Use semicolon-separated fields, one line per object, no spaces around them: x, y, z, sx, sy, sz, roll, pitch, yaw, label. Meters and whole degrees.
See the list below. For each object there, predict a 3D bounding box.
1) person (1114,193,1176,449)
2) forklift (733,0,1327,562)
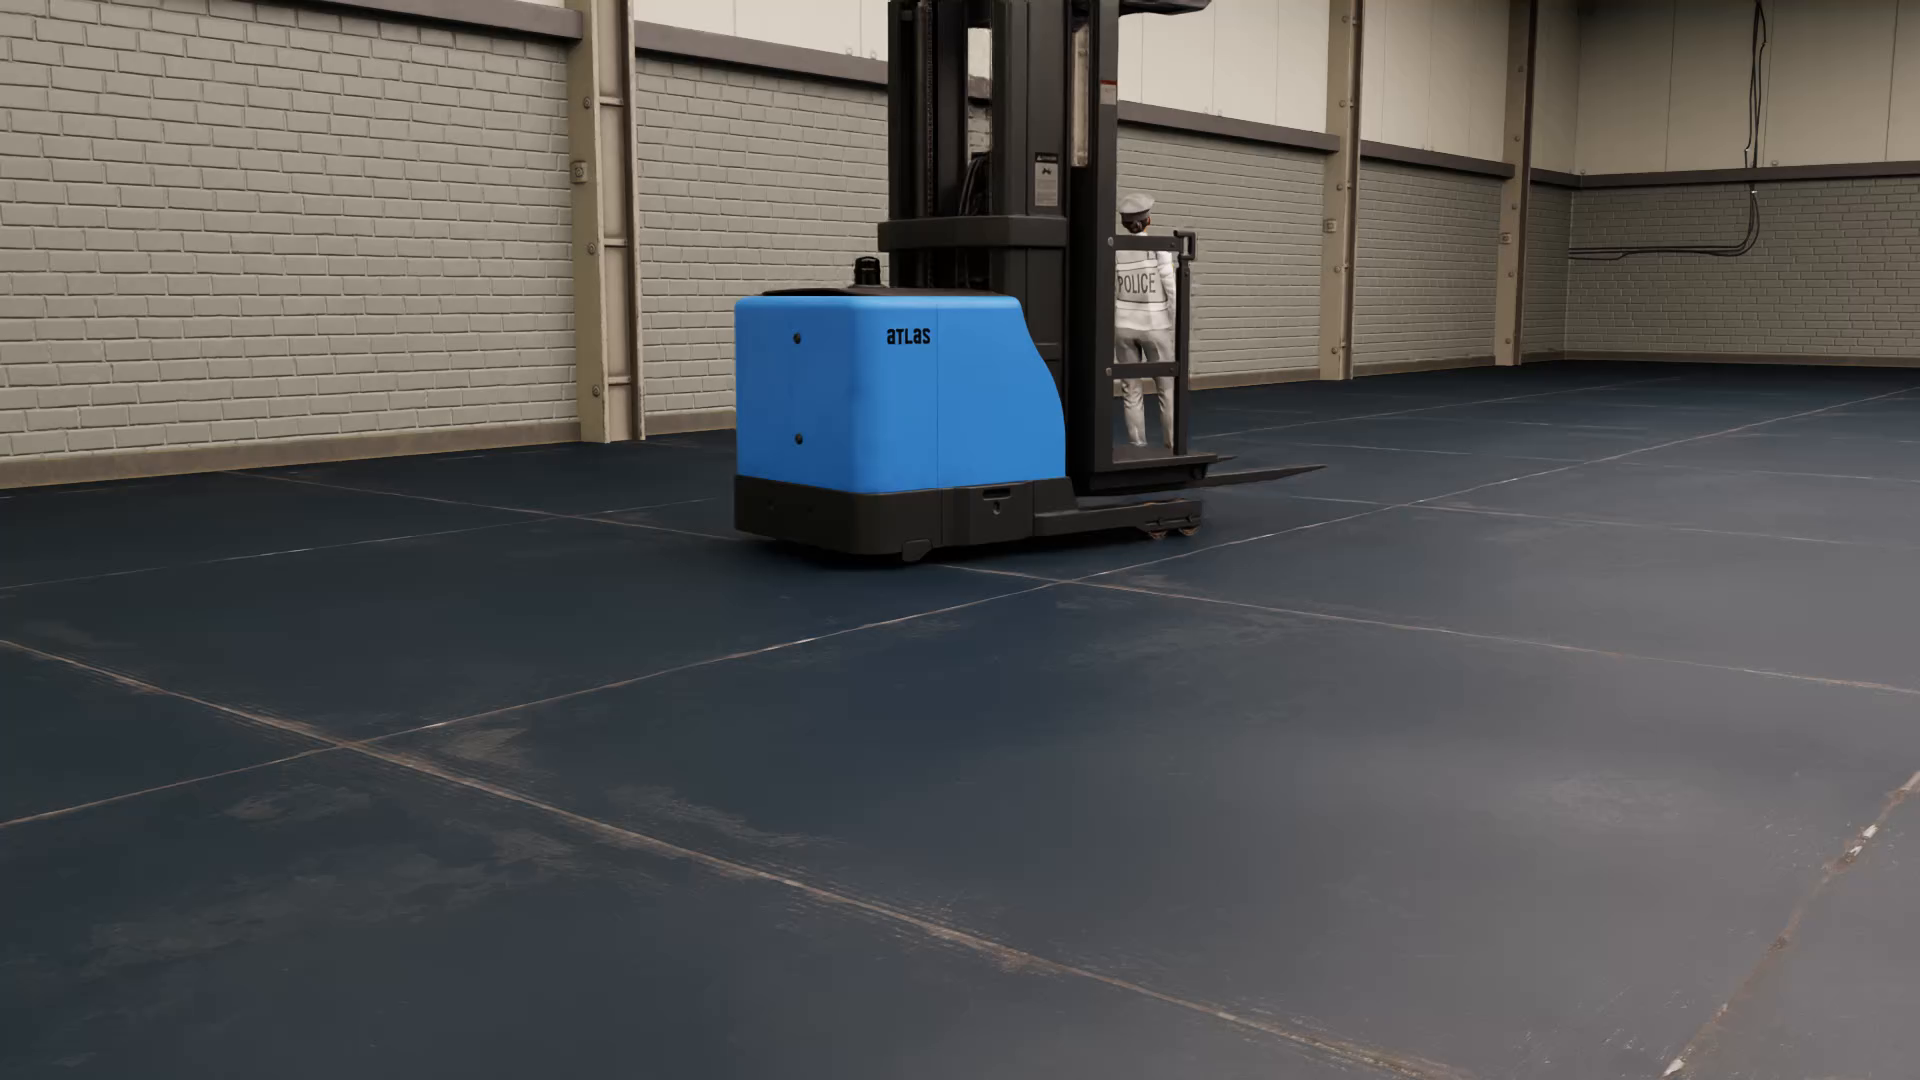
1.149;-1.289;10.312;0.587;1.694;0.531;3;9;22;person
0.482;-1.510;7.601;3.031;2.935;1.130;-7;11;-38;forklift
